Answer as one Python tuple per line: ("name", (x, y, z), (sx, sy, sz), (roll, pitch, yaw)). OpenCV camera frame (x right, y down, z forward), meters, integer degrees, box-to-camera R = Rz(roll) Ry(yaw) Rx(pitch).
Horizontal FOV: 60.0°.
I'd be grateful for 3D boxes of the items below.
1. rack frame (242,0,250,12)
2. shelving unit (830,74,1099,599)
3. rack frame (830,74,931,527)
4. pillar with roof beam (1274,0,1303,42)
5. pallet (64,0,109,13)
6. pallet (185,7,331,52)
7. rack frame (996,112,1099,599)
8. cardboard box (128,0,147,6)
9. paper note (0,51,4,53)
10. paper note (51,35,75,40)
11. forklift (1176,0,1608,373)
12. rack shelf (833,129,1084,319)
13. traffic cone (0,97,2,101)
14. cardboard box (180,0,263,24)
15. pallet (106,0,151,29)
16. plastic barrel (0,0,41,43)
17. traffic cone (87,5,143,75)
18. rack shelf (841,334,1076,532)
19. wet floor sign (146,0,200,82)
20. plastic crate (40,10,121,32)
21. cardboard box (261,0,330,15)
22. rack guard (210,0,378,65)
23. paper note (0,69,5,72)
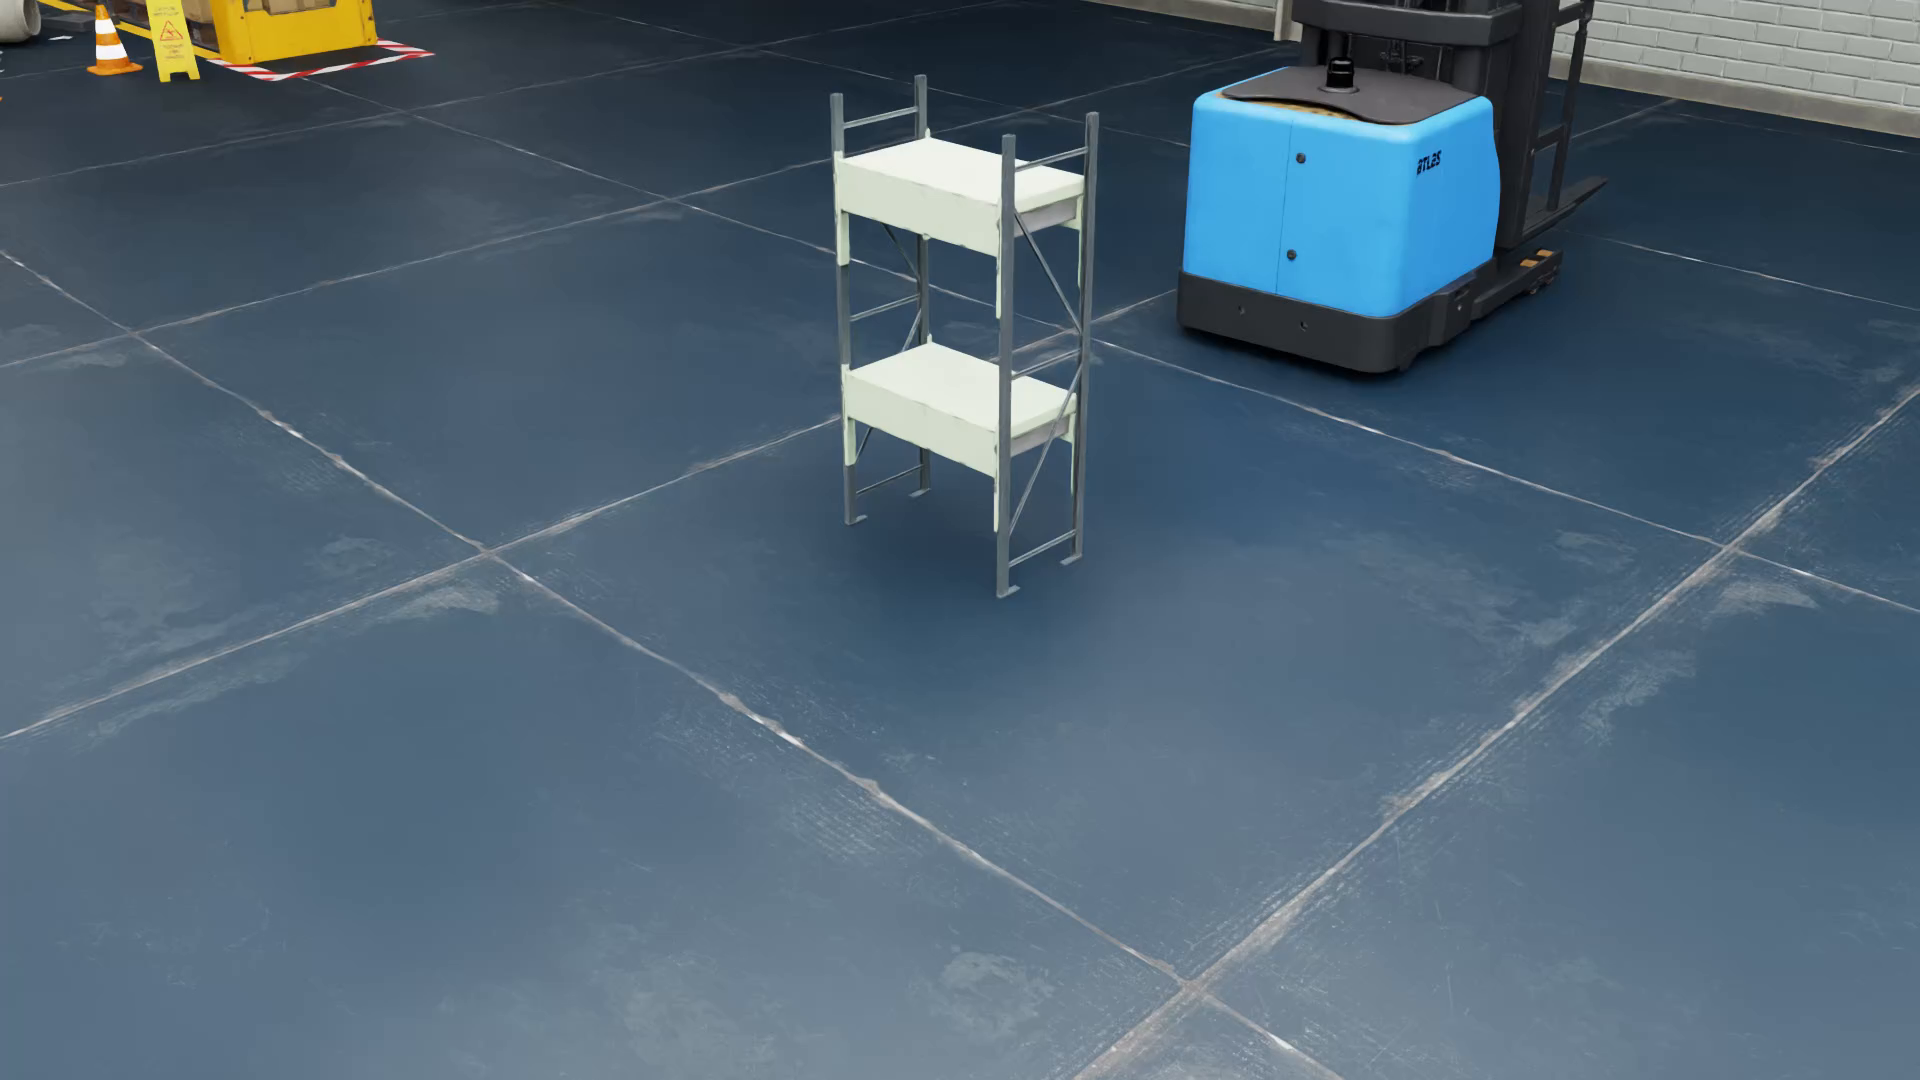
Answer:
("rack frame", (-5.112, -5.138, 12.298), (0.127, 3.000, 1.000), (25, 36, 38))
("shelving unit", (0.005, -0.662, 5.397), (0.755, 1.500, 0.431), (25, 36, 38))
("rack frame", (-0.256, -0.781, 5.624), (0.023, 1.500, 0.400), (25, 36, 38))
("pillar with roof beam", (-0.239, -6.582, 8.598), (0.400, 9.000, 9.100), (25, 36, 38))
("pallet", (-7.461, -5.001, 15.035), (1.213, 0.211, 1.003), (25, 36, 38))
("pallet", (-5.721, -4.205, 13.521), (1.213, 0.211, 1.003), (25, 36, 38))
("rack frame", (0.266, -0.542, 5.170), (0.023, 1.500, 0.400), (25, 36, 38))
("cardboard box", (-6.618, -4.622, 13.820), (0.500, 0.250, 0.500), (23, 35, 37))
("paper note", (-7.502, -3.812, 12.989), (0.123, 0.001, 0.032), (25, 36, 38))
("paper note", (-7.270, -4.071, 13.459), (0.148, 0.019, 0.142), (12, 30, 22))
("forklift", (2.290, -2.608, 7.561), (1.130, 2.935, 3.031), (21, 34, 34))
("rack shelf", (0.005, -1.007, 5.215), (0.720, 0.370, 0.431), (25, 36, 38))
("traffic cone", (-6.859, -3.248, 11.430), (0.334, 0.463, 0.336), (25, 36, 38))
("cardboard box", (-5.895, -4.289, 13.187), (0.500, 0.250, 0.500), (24, 36, 38))
("pallet", (-6.587, -4.603, 14.278), (1.213, 0.211, 1.003), (25, 36, 38))
("plastic barrel", (-7.647, -4.169, 13.224), (0.512, 0.421, 0.421), (-3, 28, -5))
("traffic cone", (-6.323, -3.727, 12.341), (0.334, 0.463, 0.336), (25, 36, 38))
("rack shelf", (0.005, -0.373, 5.549), (0.720, 0.370, 0.431), (25, 36, 38))
("wet floor sign", (-5.727, -3.679, 12.053), (0.267, 0.644, 0.232), (-13, 30, -22))
("plastic crate", (-7.420, -4.366, 13.968), (0.583, 0.080, 0.402), (12, 30, 22))
("cardboard box", (-5.494, -4.462, 13.516), (0.500, 0.250, 0.500), (24, 36, 38))
("rack guard", (-5.167, -4.056, 12.927), (0.348, 0.500, 1.175), (25, 36, 38))
("paper note", (-7.182, -3.472, 12.319), (0.142, 0.019, 0.148), (12, 30, 22))
